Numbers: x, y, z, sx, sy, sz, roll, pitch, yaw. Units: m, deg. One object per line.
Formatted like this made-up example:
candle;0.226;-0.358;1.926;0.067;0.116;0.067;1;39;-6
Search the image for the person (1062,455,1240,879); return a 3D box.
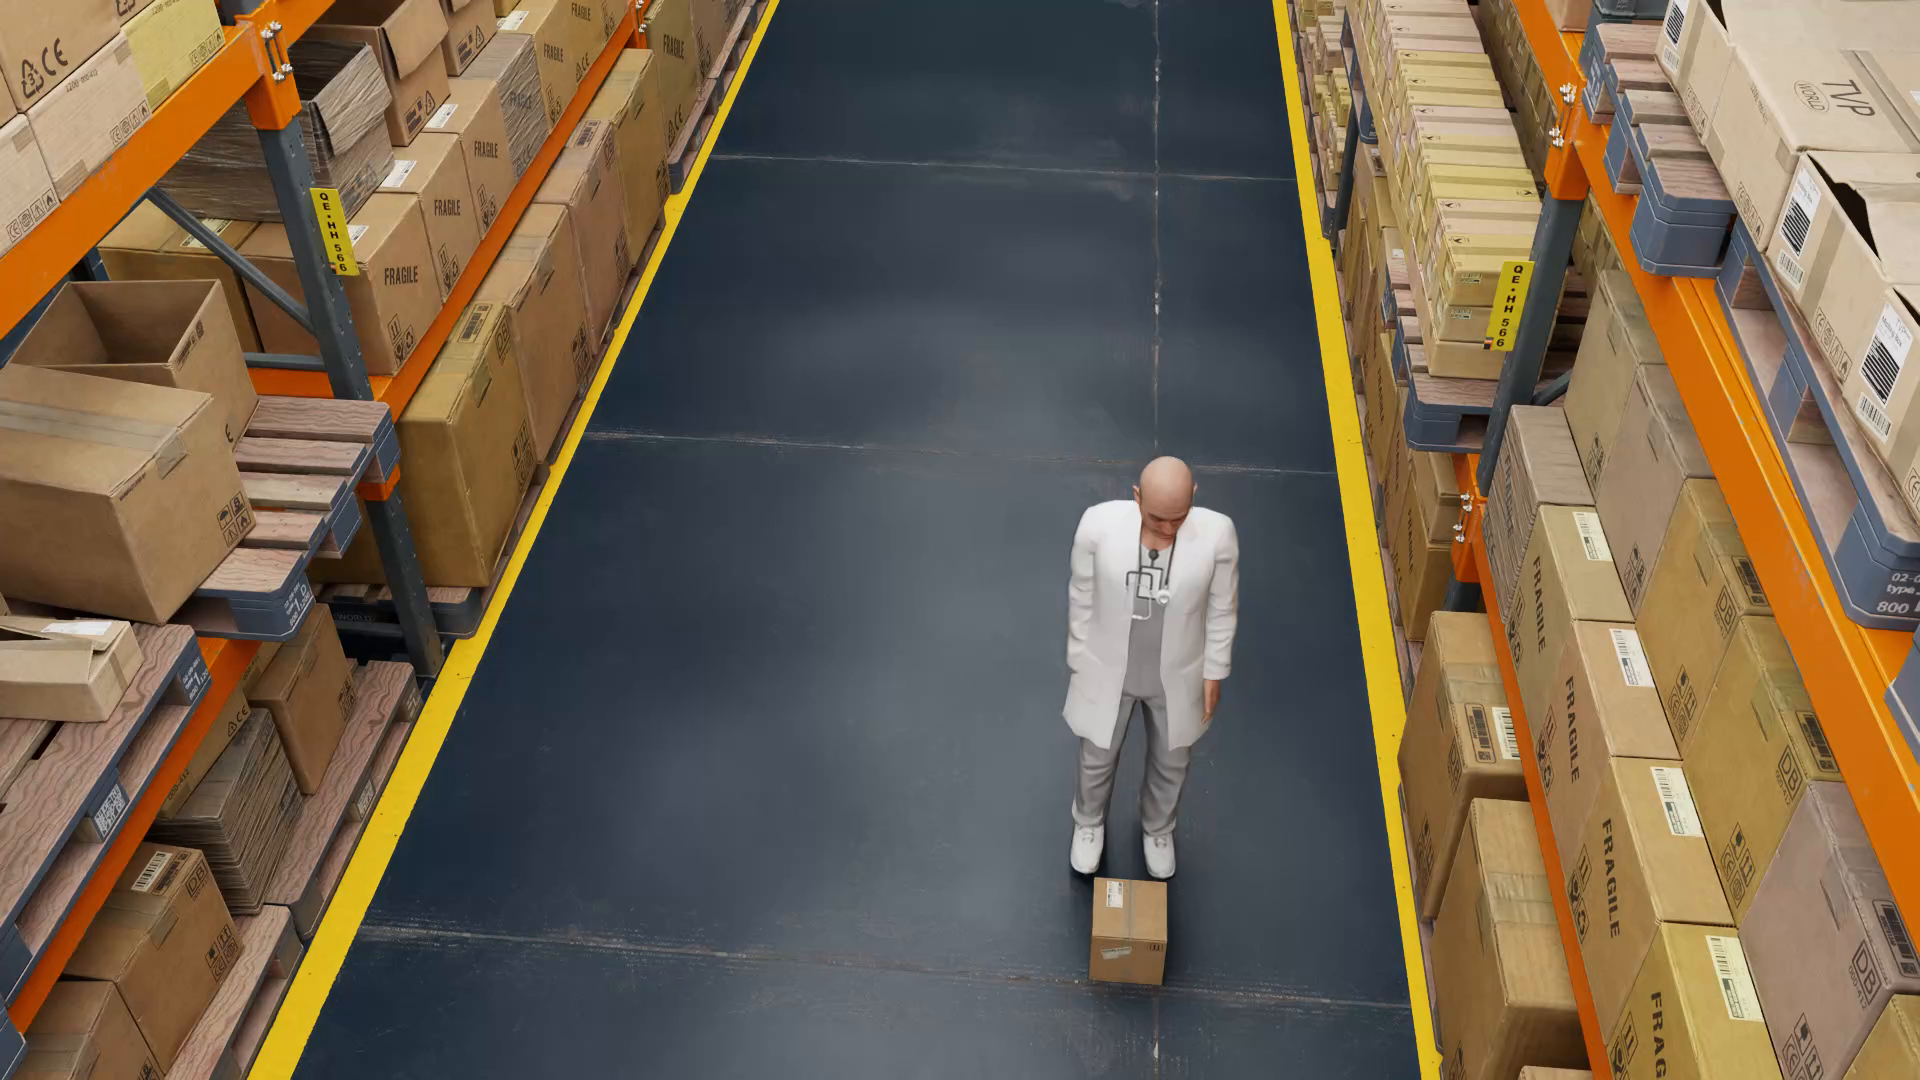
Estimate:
person;0.635;0.447;5.636;0.564;1.769;0.377;3;40;4
